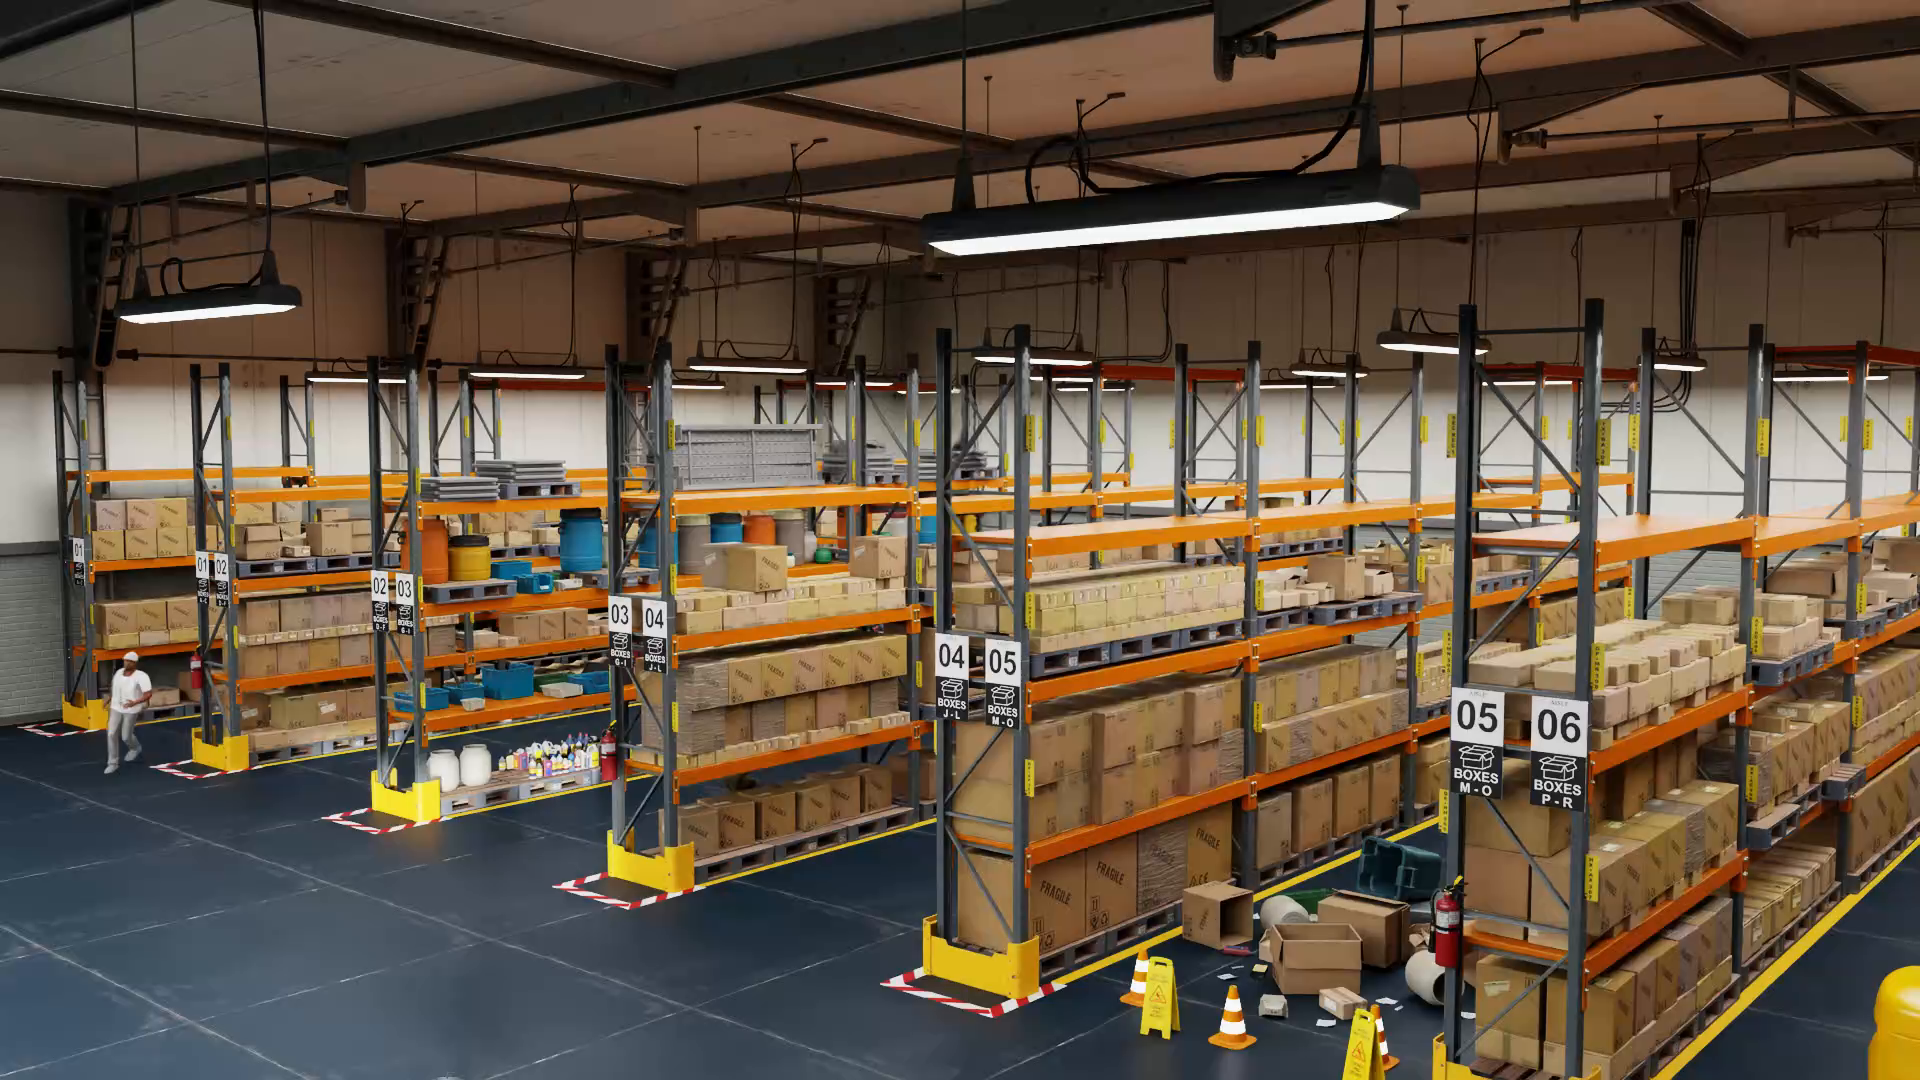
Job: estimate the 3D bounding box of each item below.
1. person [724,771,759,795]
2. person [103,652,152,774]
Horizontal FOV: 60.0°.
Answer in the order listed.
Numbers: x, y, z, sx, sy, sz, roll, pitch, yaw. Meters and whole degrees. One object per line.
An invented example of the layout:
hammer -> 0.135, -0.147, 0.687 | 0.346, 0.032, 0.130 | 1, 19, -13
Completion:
person -> -2.797, 2.753, 21.485 | 0.711, 1.743, 0.756 | 3, 5, 32
person -> -12.303, 2.523, 24.623 | 0.731, 1.756, 0.823 | 0, 4, 3
